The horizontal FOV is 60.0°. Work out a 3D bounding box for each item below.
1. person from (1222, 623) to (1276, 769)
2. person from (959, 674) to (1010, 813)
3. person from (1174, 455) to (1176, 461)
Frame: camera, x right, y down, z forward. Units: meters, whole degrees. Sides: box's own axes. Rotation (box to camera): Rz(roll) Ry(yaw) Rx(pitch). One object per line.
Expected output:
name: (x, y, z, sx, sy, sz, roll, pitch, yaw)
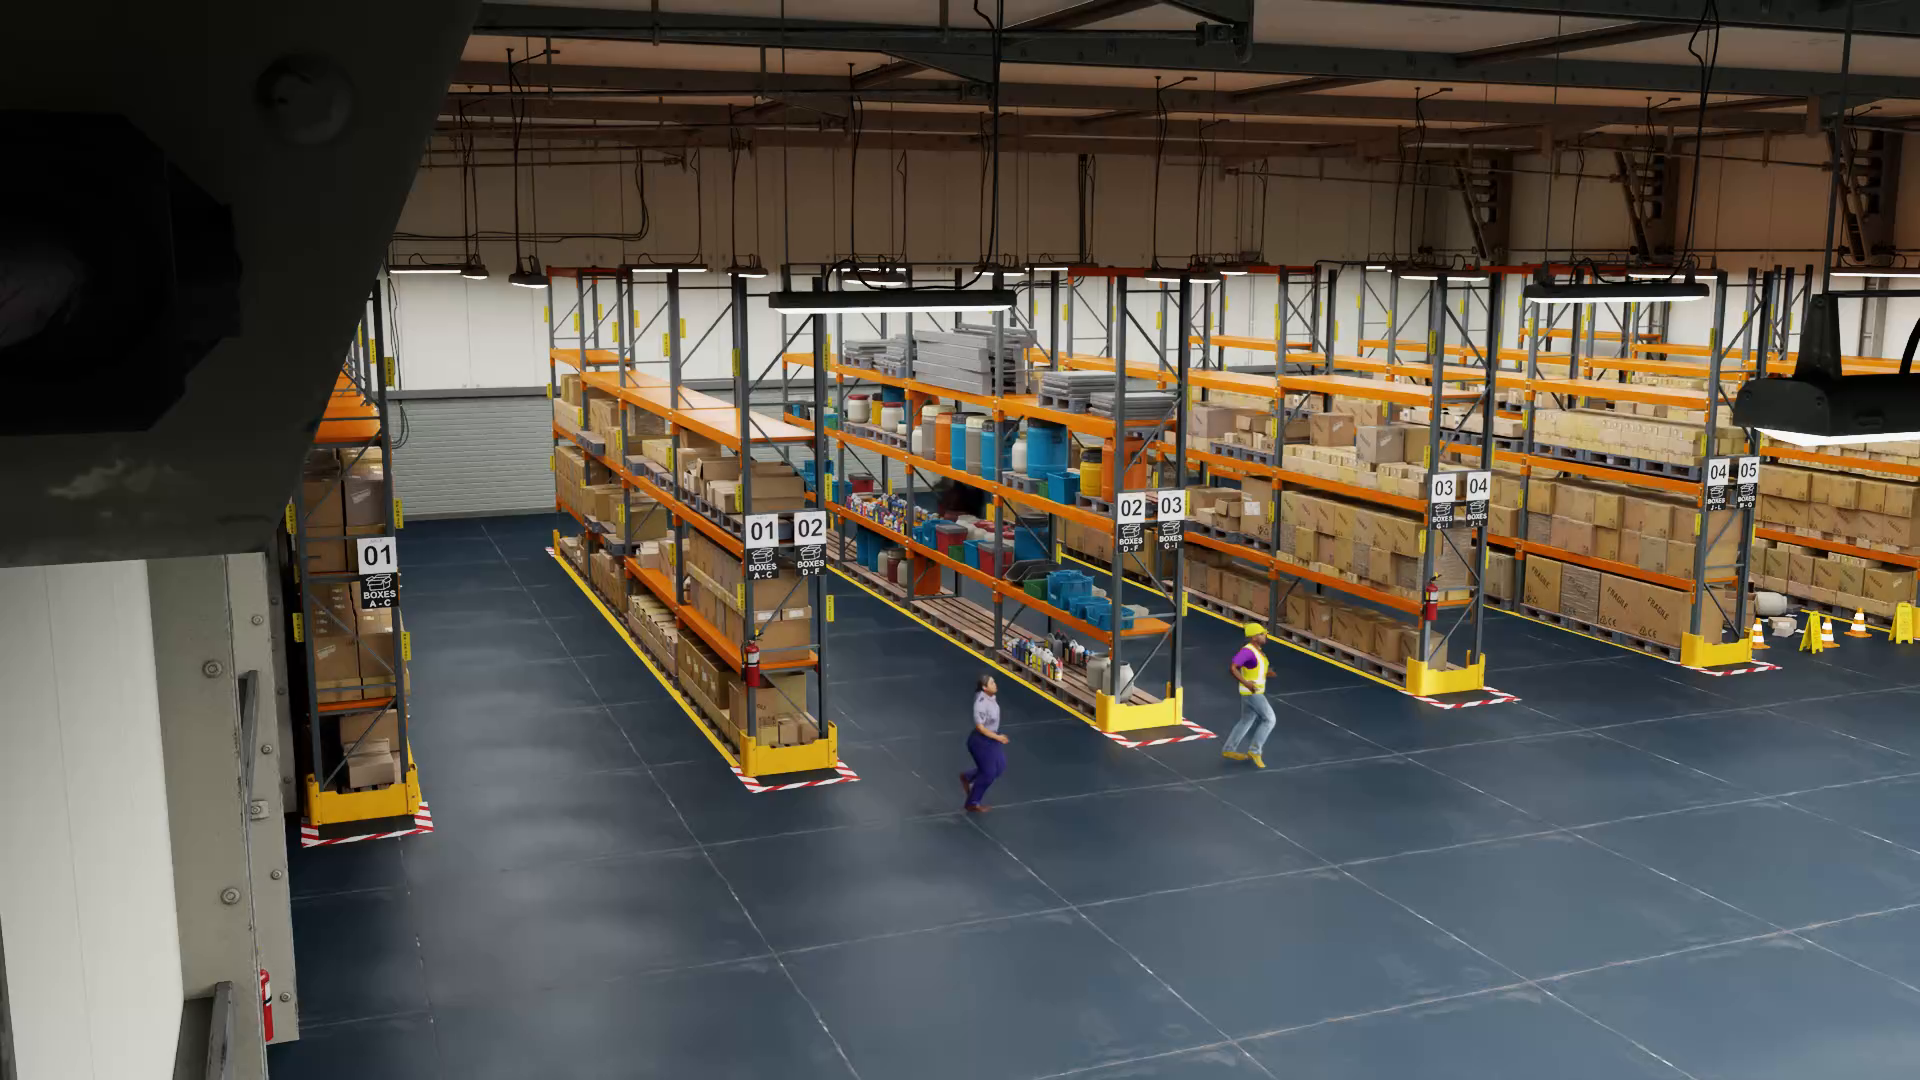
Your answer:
person: (3.609, 1.917, 20.655, 0.654, 1.811, 0.727, 2, 10, 13)
person: (0.296, 2.301, 18.917, 0.574, 1.612, 0.630, 2, 10, 10)
person: (5.514, -1.668, 41.557, 0.707, 1.669, 0.574, -4, 11, -23)
